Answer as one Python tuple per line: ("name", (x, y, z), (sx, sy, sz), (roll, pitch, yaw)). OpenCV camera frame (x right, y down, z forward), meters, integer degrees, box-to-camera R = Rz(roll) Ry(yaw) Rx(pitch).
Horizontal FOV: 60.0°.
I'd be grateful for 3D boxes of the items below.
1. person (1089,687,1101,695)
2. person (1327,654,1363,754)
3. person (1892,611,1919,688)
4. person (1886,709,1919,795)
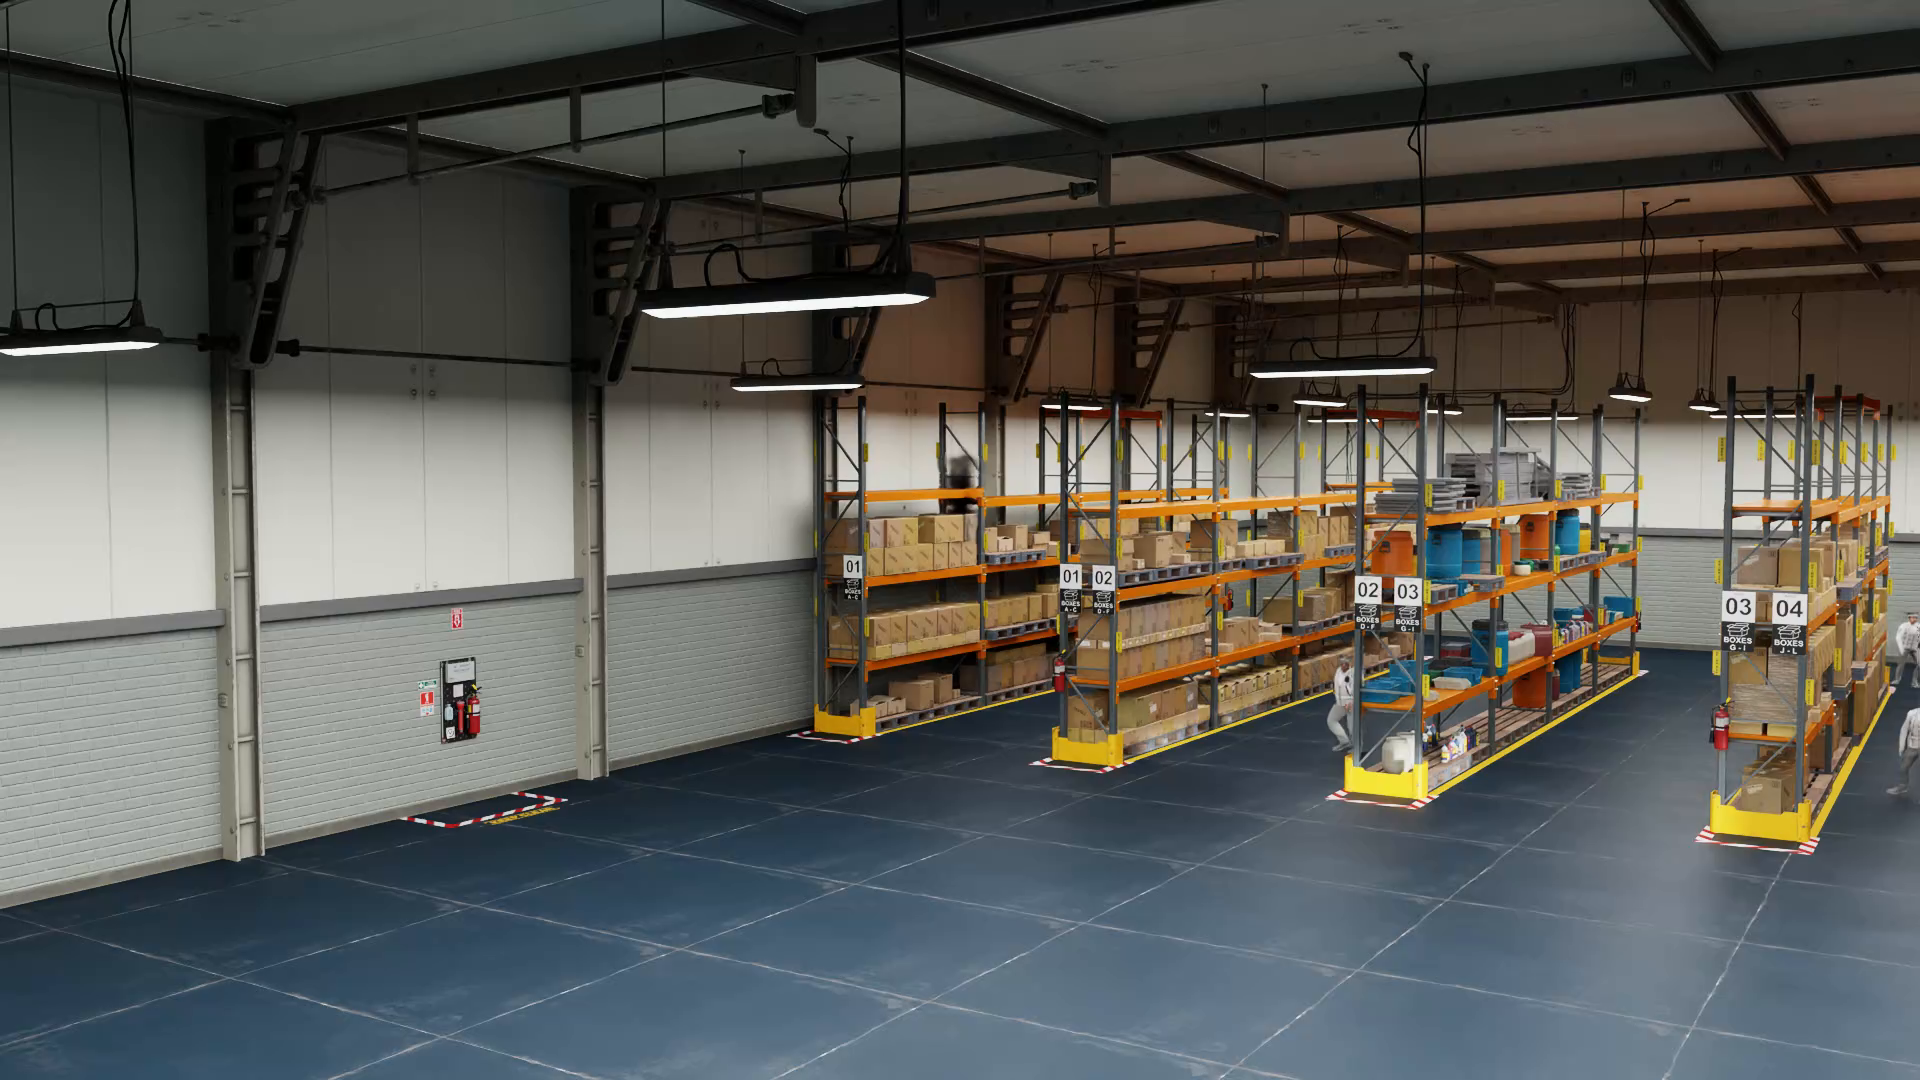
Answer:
("person", (2.651, 2.612, 30.830), (0.573, 1.523, 0.662), (-2, 4, -33))
("person", (6.400, 2.705, 27.404), (0.737, 1.692, 0.662), (-2, 4, -36))
("person", (20.296, 2.317, 35.583), (0.611, 1.639, 0.604), (0, 3, 8))
("person", (13.647, 2.948, 23.772), (0.774, 1.604, 0.705), (3, 4, 42))
